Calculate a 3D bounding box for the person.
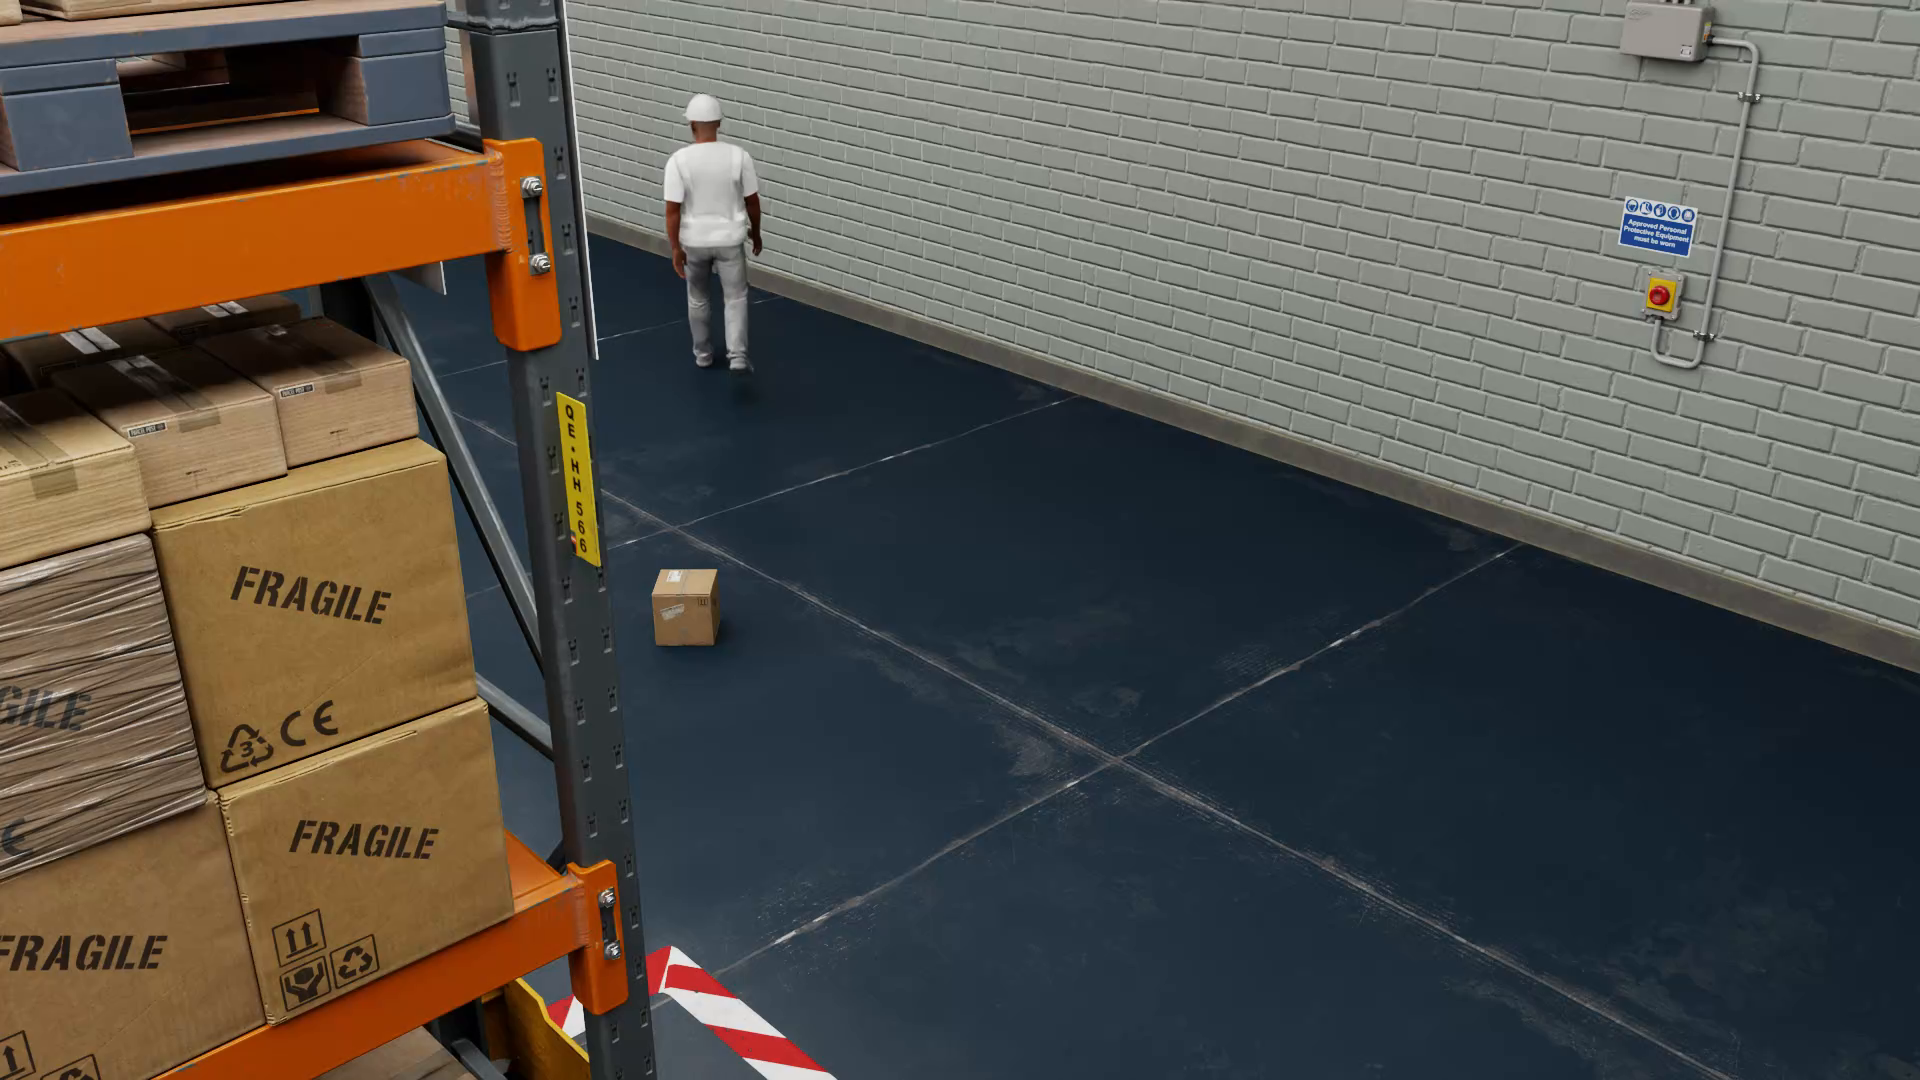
[{"bbox_3d":[-1.499,-1.843,10.184,0.581,1.738,0.926,-4,24,-9],"label":"person"}]
